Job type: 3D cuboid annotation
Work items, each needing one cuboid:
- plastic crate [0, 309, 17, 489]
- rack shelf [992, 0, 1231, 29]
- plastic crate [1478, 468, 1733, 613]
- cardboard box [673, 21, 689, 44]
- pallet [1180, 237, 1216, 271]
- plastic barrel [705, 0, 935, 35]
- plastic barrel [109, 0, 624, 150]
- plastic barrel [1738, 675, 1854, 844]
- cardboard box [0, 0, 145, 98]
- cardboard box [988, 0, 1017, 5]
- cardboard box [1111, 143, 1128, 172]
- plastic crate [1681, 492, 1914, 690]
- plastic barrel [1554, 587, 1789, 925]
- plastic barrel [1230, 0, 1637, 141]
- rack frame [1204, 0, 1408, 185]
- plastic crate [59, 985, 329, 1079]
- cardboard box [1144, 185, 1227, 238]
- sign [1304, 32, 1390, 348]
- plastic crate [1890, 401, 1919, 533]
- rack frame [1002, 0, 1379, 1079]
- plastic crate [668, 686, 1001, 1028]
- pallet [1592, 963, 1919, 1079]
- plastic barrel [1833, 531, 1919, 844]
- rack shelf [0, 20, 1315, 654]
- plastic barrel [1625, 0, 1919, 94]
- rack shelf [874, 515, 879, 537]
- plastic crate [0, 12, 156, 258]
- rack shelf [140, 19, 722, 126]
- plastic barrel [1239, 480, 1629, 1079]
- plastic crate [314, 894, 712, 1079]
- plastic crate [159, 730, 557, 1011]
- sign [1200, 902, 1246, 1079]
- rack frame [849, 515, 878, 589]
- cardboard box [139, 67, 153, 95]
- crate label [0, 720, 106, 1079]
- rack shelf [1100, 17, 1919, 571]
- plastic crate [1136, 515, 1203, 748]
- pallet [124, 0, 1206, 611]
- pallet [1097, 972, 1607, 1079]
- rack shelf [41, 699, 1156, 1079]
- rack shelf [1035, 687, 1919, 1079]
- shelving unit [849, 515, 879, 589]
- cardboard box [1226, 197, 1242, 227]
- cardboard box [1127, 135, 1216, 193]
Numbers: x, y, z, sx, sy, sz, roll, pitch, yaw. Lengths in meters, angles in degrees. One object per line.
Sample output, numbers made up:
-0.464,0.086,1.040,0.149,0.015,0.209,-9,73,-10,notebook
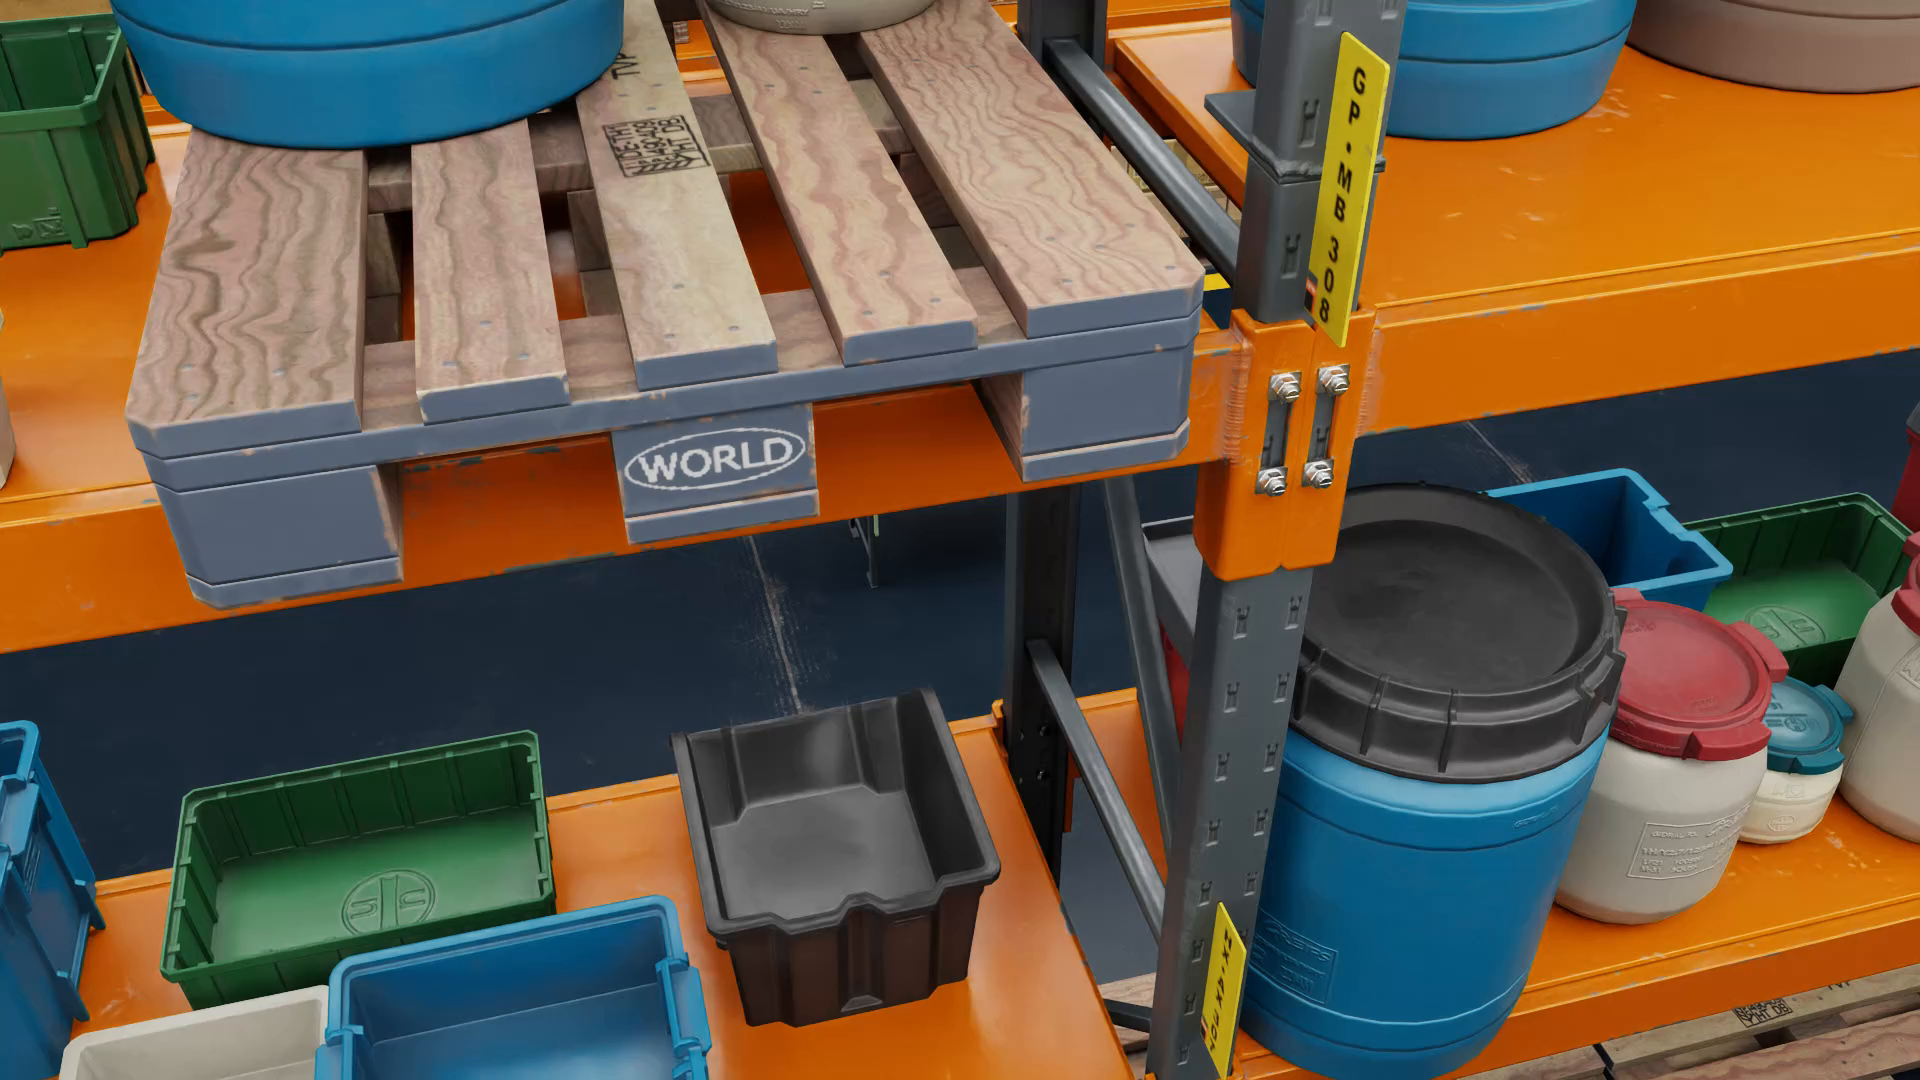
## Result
-1.164,-0.096,1.654,0.396,0.136,0.243,-9,38,-12,plastic crate
0.923,-2.437,7.560,4.000,0.370,1.077,-9,38,-12,rack shelf
1.264,0.149,3.600,0.575,0.384,0.392,-9,38,-12,plastic crate
-1.435,-2.372,6.800,0.500,0.500,0.700,-10,39,-13,cardboard box
0.873,-1.634,8.212,1.213,0.211,1.003,-9,38,-12,pallet
-0.187,-0.950,2.116,0.421,0.512,0.421,0,37,0,plastic barrel
-0.709,-0.963,1.813,0.708,0.901,0.600,-9,38,-12,plastic barrel
1.598,0.435,3.326,0.301,0.262,0.301,0,37,0,plastic barrel
-3.429,-2.040,6.366,0.500,0.500,0.700,-9,38,-12,cardboard box
0.246,-2.642,7.152,0.500,0.500,0.500,-7,38,-9,cardboard box
0.440,-1.782,7.567,0.500,0.311,0.500,-11,39,-13,cardboard box
1.888,0.142,3.769,0.662,0.188,0.450,-9,38,-12,plastic crate
1.261,0.423,3.117,0.433,0.535,0.433,0,37,0,plastic barrel
0.714,-1.099,2.336,0.708,0.901,0.600,-9,38,-12,plastic barrel
0.280,-1.883,1.305,0.127,3.000,1.000,-9,38,-12,rack frame
-1.222,1.010,2.678,0.437,0.136,0.530,-9,38,-12,plastic crate
0.931,-1.643,7.847,0.500,0.250,0.500,-9,38,-11,cardboard box
0.413,-0.371,1.790,0.005,0.325,0.100,-9,38,-12,sign
2.502,-0.083,3.837,0.583,0.464,0.402,-9,38,-12,plastic crate
0.280,0.500,3.128,0.127,3.000,1.000,-9,38,-12,rack frame
-0.259,0.533,3.136,0.504,0.338,0.767,-9,38,-12,plastic crate
2.208,1.265,4.423,1.213,0.211,1.003,-9,38,-12,pallet
1.969,0.307,3.268,0.433,0.535,0.433,0,37,0,plastic barrel
-1.651,-0.089,2.021,4.000,0.370,1.077,-9,38,-12,rack shelf
1.346,-1.202,2.471,0.600,0.901,0.600,0,37,0,plastic barrel
-0.006,-0.336,5.991,0.720,0.370,0.431,-9,38,-12,rack shelf
-1.314,-0.517,2.163,0.450,0.188,0.336,-9,38,-12,plastic crate
-2.939,-1.804,6.731,4.000,0.370,1.077,-9,38,-12,rack shelf
0.732,0.417,2.823,0.708,0.901,0.600,-9,38,-12,plastic barrel
-0.718,0.893,2.736,0.616,0.251,0.499,-9,38,-12,plastic crate
-1.104,0.633,3.128,0.662,0.188,0.450,-9,38,-12,plastic crate
0.413,0.714,2.620,0.005,0.325,0.100,-9,38,-12,sign
-0.360,-0.537,5.717,0.023,1.500,0.400,-9,38,-12,rack frame
-2.922,-2.126,6.478,0.500,0.500,0.700,-8,38,-11,cardboard box
-1.875,0.669,2.877,0.616,0.435,0.502,-9,38,-12,crate label
2.211,-0.723,2.849,4.000,0.370,1.077,-9,38,-12,rack shelf
0.668,0.218,3.443,0.583,0.464,0.402,-9,38,-12,plastic crate
-0.391,-0.445,2.050,1.003,0.211,1.213,-9,38,-12,pallet
1.028,1.460,4.168,1.213,0.211,1.003,-9,38,-12,pallet
-1.651,1.102,2.932,4.000,0.370,1.077,-9,38,-12,rack shelf
2.211,0.469,3.761,4.000,0.370,1.077,-9,38,-12,rack shelf
-0.006,-0.595,5.793,0.755,1.500,0.431,-9,38,-12,shelving unit
1.427,-1.727,7.956,0.500,0.250,0.500,-8,38,-11,cardboard box
0.940,-1.867,7.678,0.500,0.311,0.500,-8,38,-11,cardboard box
